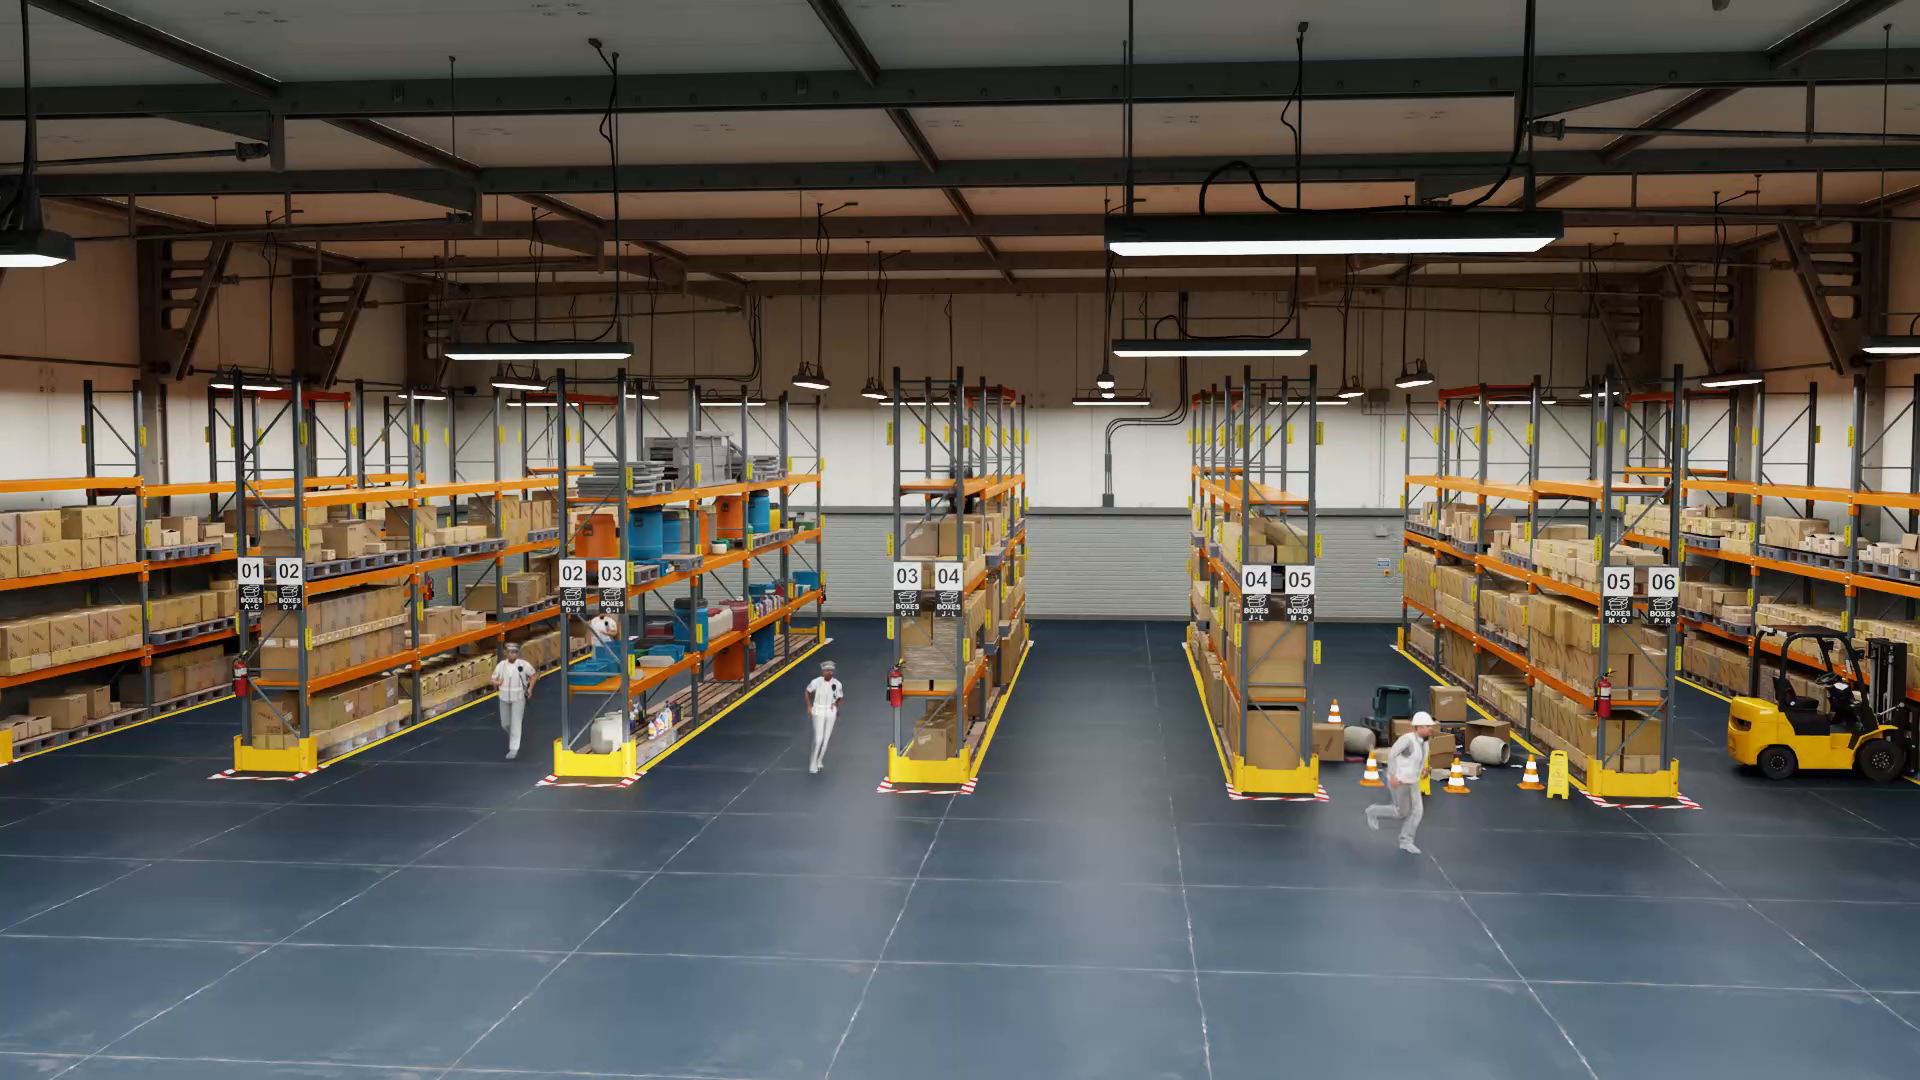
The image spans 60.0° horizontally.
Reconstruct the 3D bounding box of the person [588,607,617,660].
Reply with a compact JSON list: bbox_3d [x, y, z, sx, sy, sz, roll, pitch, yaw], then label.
[{"bbox_3d":[-7.048,2.122,32.786,0.594,1.696,0.871,0,4,-3],"label":"person"}]

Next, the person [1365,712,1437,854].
[{"bbox_3d":[5.365,2.915,20.218,0.889,1.719,0.658,3,5,40],"label":"person"}]

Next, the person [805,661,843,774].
[{"bbox_3d":[-2.022,2.640,24.863,0.551,1.695,0.677,-1,4,-13],"label":"person"}]

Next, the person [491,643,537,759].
[{"bbox_3d":[-7.007,2.478,26.066,0.667,1.760,0.983,0,4,1],"label":"person"}]
